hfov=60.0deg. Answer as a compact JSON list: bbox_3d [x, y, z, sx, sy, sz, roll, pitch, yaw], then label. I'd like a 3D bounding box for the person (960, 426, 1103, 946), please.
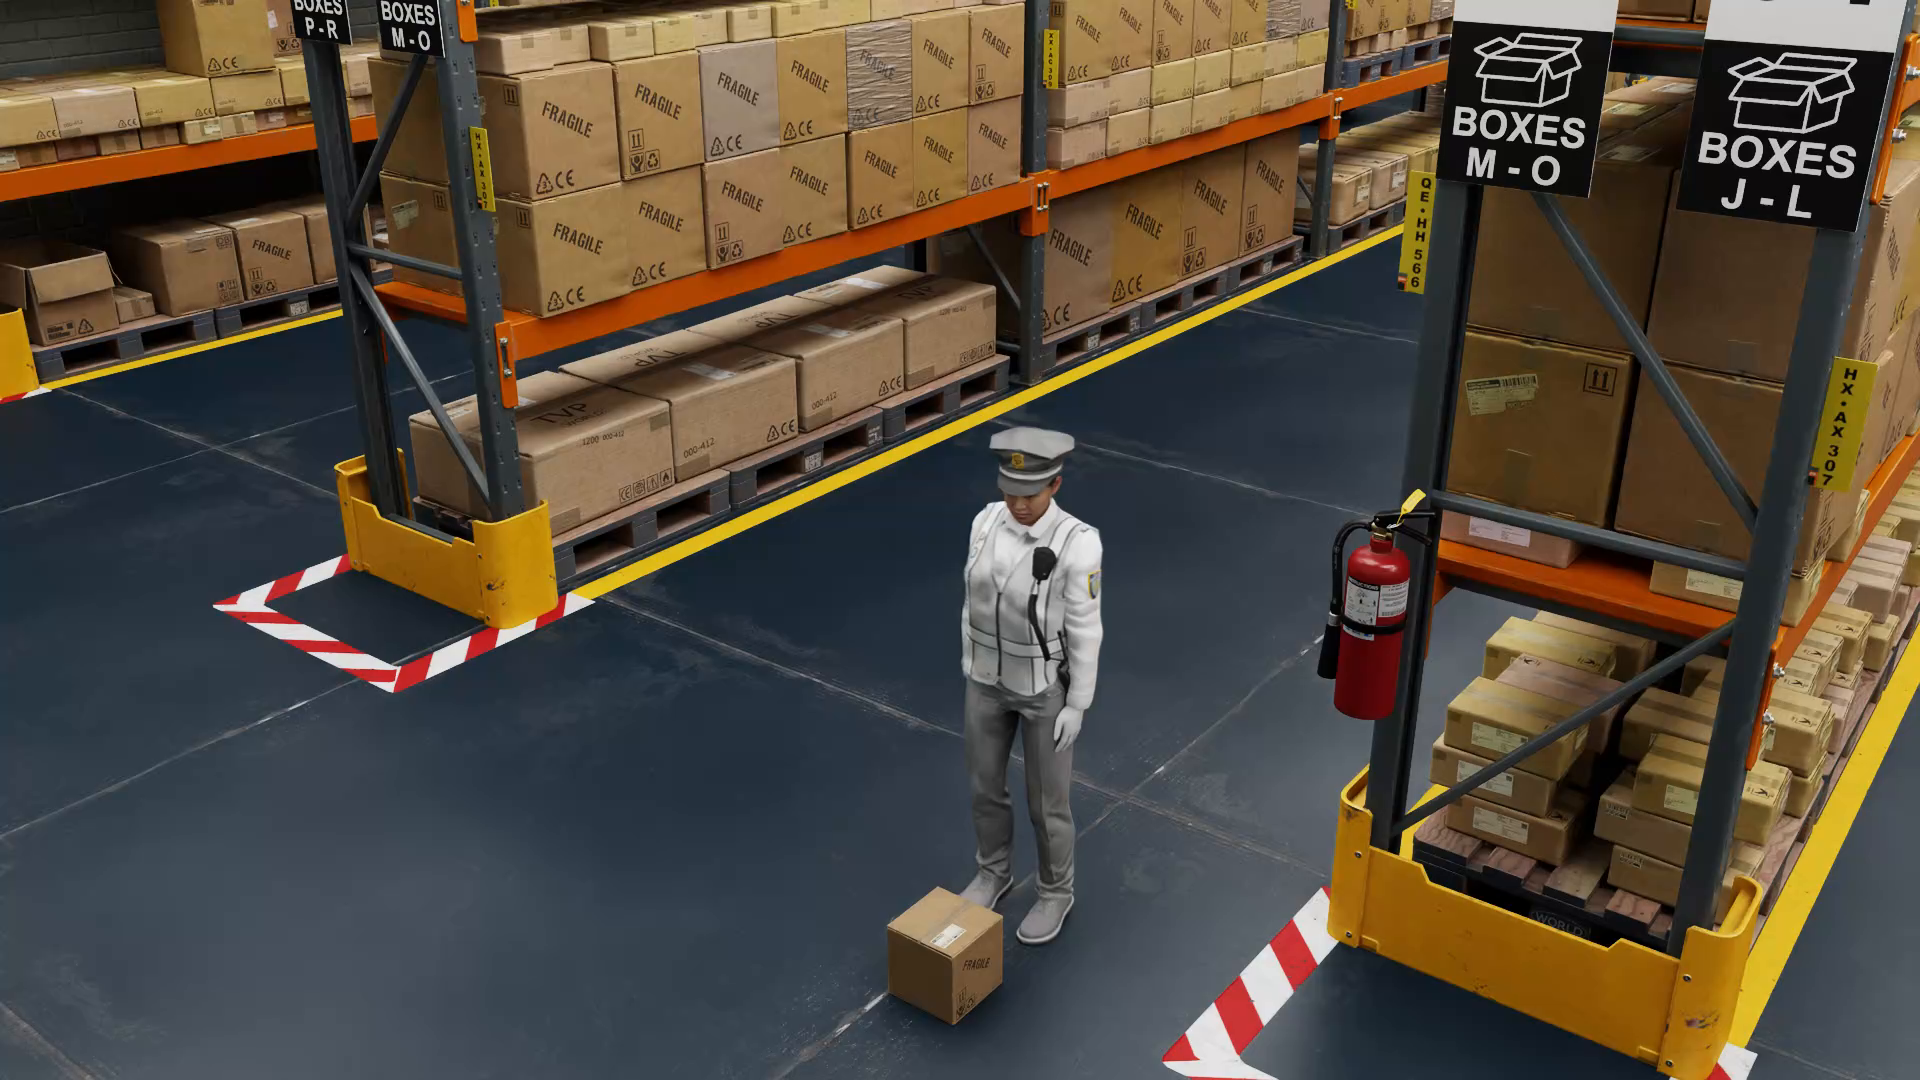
[{"bbox_3d":[0.200,0.457,5.063,0.469,1.662,0.328,14,27,29],"label":"person"}]
